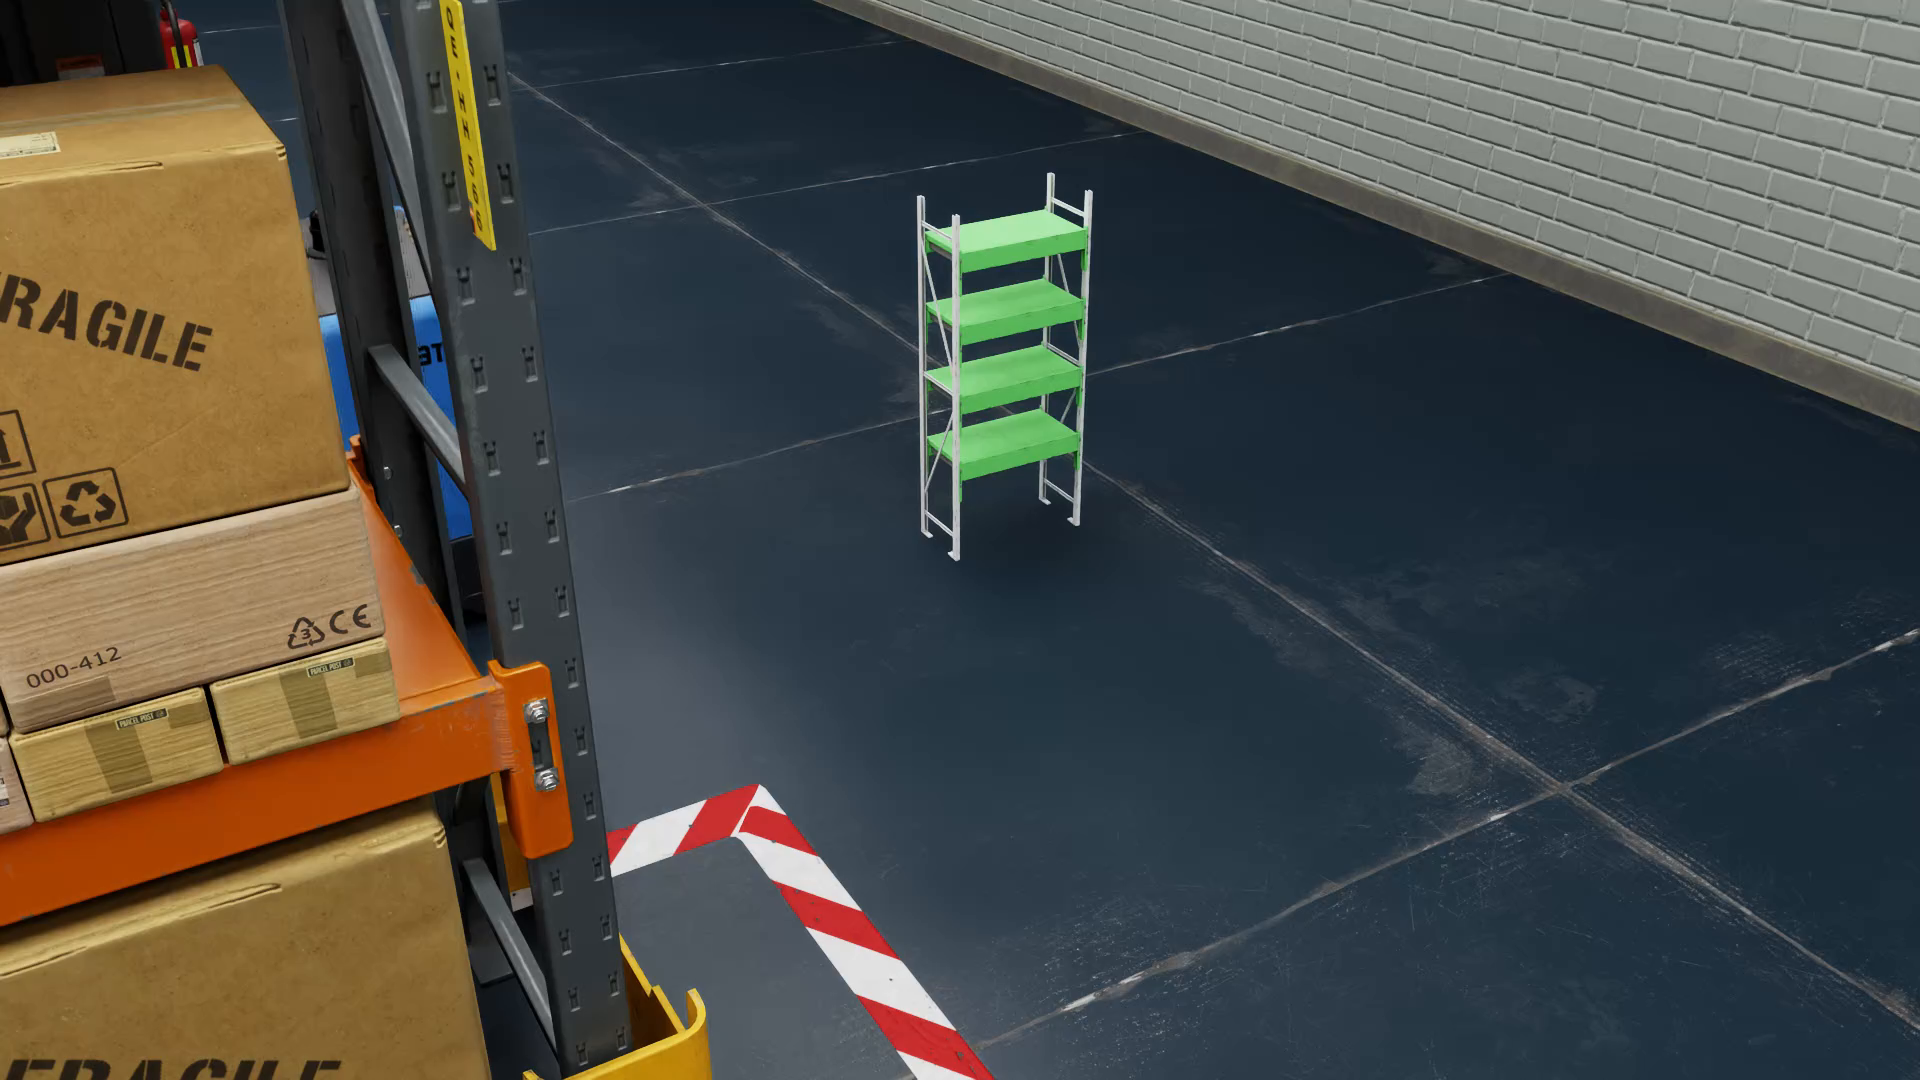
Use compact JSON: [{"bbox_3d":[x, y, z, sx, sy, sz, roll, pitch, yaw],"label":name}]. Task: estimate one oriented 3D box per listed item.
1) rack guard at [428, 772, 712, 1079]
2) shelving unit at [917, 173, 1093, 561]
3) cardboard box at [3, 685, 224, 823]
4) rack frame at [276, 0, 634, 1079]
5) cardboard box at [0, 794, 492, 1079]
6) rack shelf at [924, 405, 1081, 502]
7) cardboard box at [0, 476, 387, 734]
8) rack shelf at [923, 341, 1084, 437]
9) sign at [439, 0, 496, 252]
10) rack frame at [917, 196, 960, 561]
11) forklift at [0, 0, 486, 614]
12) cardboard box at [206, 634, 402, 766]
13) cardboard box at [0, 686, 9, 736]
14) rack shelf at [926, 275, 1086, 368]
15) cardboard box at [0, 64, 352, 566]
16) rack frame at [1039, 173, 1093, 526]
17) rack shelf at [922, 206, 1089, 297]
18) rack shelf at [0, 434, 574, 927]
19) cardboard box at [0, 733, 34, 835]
[{"bbox_3d":[-0.895,0.918,3.569,0.348,0.500,1.175,-16,33,-26],"label":"rack guard"},{"bbox_3d":[0.143,-0.566,5.534,0.503,1.200,0.258,-16,33,-26],"label":"shelving unit"},{"bbox_3d":[-1.279,0.228,2.492,0.250,0.149,0.380,-15,32,-26],"label":"cardboard box"},{"bbox_3d":[-0.916,-0.171,2.955,0.127,3.000,1.000,-16,33,-26],"label":"rack frame"},{"bbox_3d":[-1.427,0.766,3.022,0.875,0.875,0.875,-16,33,-26],"label":"cardboard box"},{"bbox_3d":[0.143,-0.300,5.680,0.480,0.148,0.258,-16,33,-26],"label":"rack shelf"},{"bbox_3d":[-1.199,-0.006,2.504,0.500,0.250,0.500,-16,33,-27],"label":"cardboard box"},{"bbox_3d":[0.143,-0.510,5.564,0.480,0.148,0.258,-16,33,-26],"label":"rack shelf"},{"bbox_3d":[-0.653,-0.552,2.202,0.005,0.325,0.100,-16,33,-26],"label":"sign"},{"bbox_3d":[-0.068,-0.506,5.425,0.015,1.200,0.240,-16,33,-26],"label":"rack frame"},{"bbox_3d":[-2.829,-0.893,4.335,3.031,2.935,1.130,-18,34,-29],"label":"forklift"},{"bbox_3d":[-1.056,0.164,2.609,0.250,0.149,0.380,-15,32,-25],"label":"cardboard box"},{"bbox_3d":[-1.637,0.118,2.279,0.500,0.250,0.500,-16,33,-27],"label":"cardboard box"},{"bbox_3d":[0.143,-0.720,5.448,0.480,0.148,0.258,-16,33,-26],"label":"rack shelf"},{"bbox_3d":[-1.203,-0.335,2.323,0.500,0.500,0.500,-15,32,-26],"label":"cardboard box"},{"bbox_3d":[0.353,-0.626,5.642,0.015,1.200,0.240,-16,33,-26],"label":"rack frame"},{"bbox_3d":[0.143,-0.930,5.332,0.480,0.148,0.258,-16,33,-26],"label":"rack shelf"},{"bbox_3d":[-2.640,0.634,2.241,4.000,0.370,1.077,-16,33,-26],"label":"rack shelf"},{"bbox_3d":[-1.497,0.289,2.381,0.250,0.149,0.380,-16,33,-26],"label":"cardboard box"}]
